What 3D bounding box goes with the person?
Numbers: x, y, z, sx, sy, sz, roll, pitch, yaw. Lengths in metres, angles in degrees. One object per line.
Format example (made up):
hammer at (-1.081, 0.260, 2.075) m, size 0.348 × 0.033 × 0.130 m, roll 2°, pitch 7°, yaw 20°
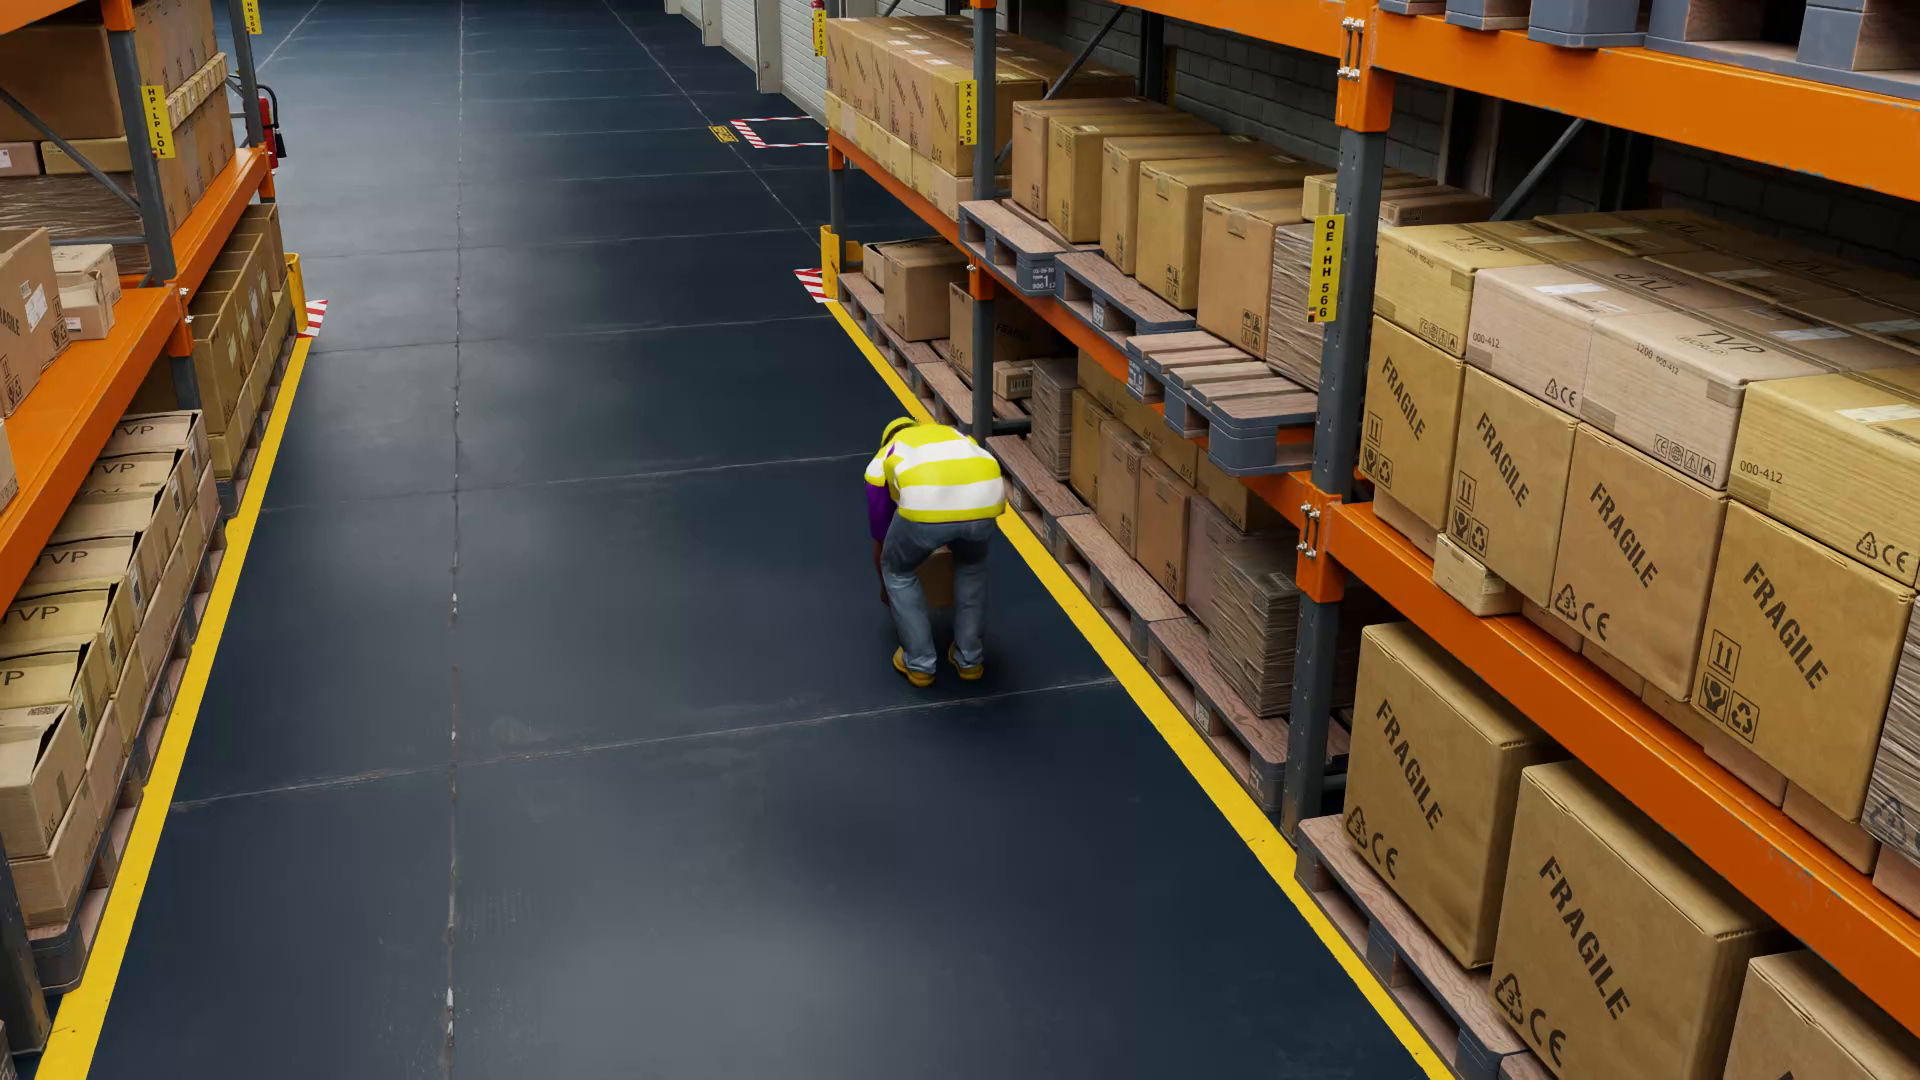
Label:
person at (-0.105, -0.262, 6.695) m, size 0.504 × 1.760 × 0.584 m, roll -6°, pitch 23°, yaw -13°
